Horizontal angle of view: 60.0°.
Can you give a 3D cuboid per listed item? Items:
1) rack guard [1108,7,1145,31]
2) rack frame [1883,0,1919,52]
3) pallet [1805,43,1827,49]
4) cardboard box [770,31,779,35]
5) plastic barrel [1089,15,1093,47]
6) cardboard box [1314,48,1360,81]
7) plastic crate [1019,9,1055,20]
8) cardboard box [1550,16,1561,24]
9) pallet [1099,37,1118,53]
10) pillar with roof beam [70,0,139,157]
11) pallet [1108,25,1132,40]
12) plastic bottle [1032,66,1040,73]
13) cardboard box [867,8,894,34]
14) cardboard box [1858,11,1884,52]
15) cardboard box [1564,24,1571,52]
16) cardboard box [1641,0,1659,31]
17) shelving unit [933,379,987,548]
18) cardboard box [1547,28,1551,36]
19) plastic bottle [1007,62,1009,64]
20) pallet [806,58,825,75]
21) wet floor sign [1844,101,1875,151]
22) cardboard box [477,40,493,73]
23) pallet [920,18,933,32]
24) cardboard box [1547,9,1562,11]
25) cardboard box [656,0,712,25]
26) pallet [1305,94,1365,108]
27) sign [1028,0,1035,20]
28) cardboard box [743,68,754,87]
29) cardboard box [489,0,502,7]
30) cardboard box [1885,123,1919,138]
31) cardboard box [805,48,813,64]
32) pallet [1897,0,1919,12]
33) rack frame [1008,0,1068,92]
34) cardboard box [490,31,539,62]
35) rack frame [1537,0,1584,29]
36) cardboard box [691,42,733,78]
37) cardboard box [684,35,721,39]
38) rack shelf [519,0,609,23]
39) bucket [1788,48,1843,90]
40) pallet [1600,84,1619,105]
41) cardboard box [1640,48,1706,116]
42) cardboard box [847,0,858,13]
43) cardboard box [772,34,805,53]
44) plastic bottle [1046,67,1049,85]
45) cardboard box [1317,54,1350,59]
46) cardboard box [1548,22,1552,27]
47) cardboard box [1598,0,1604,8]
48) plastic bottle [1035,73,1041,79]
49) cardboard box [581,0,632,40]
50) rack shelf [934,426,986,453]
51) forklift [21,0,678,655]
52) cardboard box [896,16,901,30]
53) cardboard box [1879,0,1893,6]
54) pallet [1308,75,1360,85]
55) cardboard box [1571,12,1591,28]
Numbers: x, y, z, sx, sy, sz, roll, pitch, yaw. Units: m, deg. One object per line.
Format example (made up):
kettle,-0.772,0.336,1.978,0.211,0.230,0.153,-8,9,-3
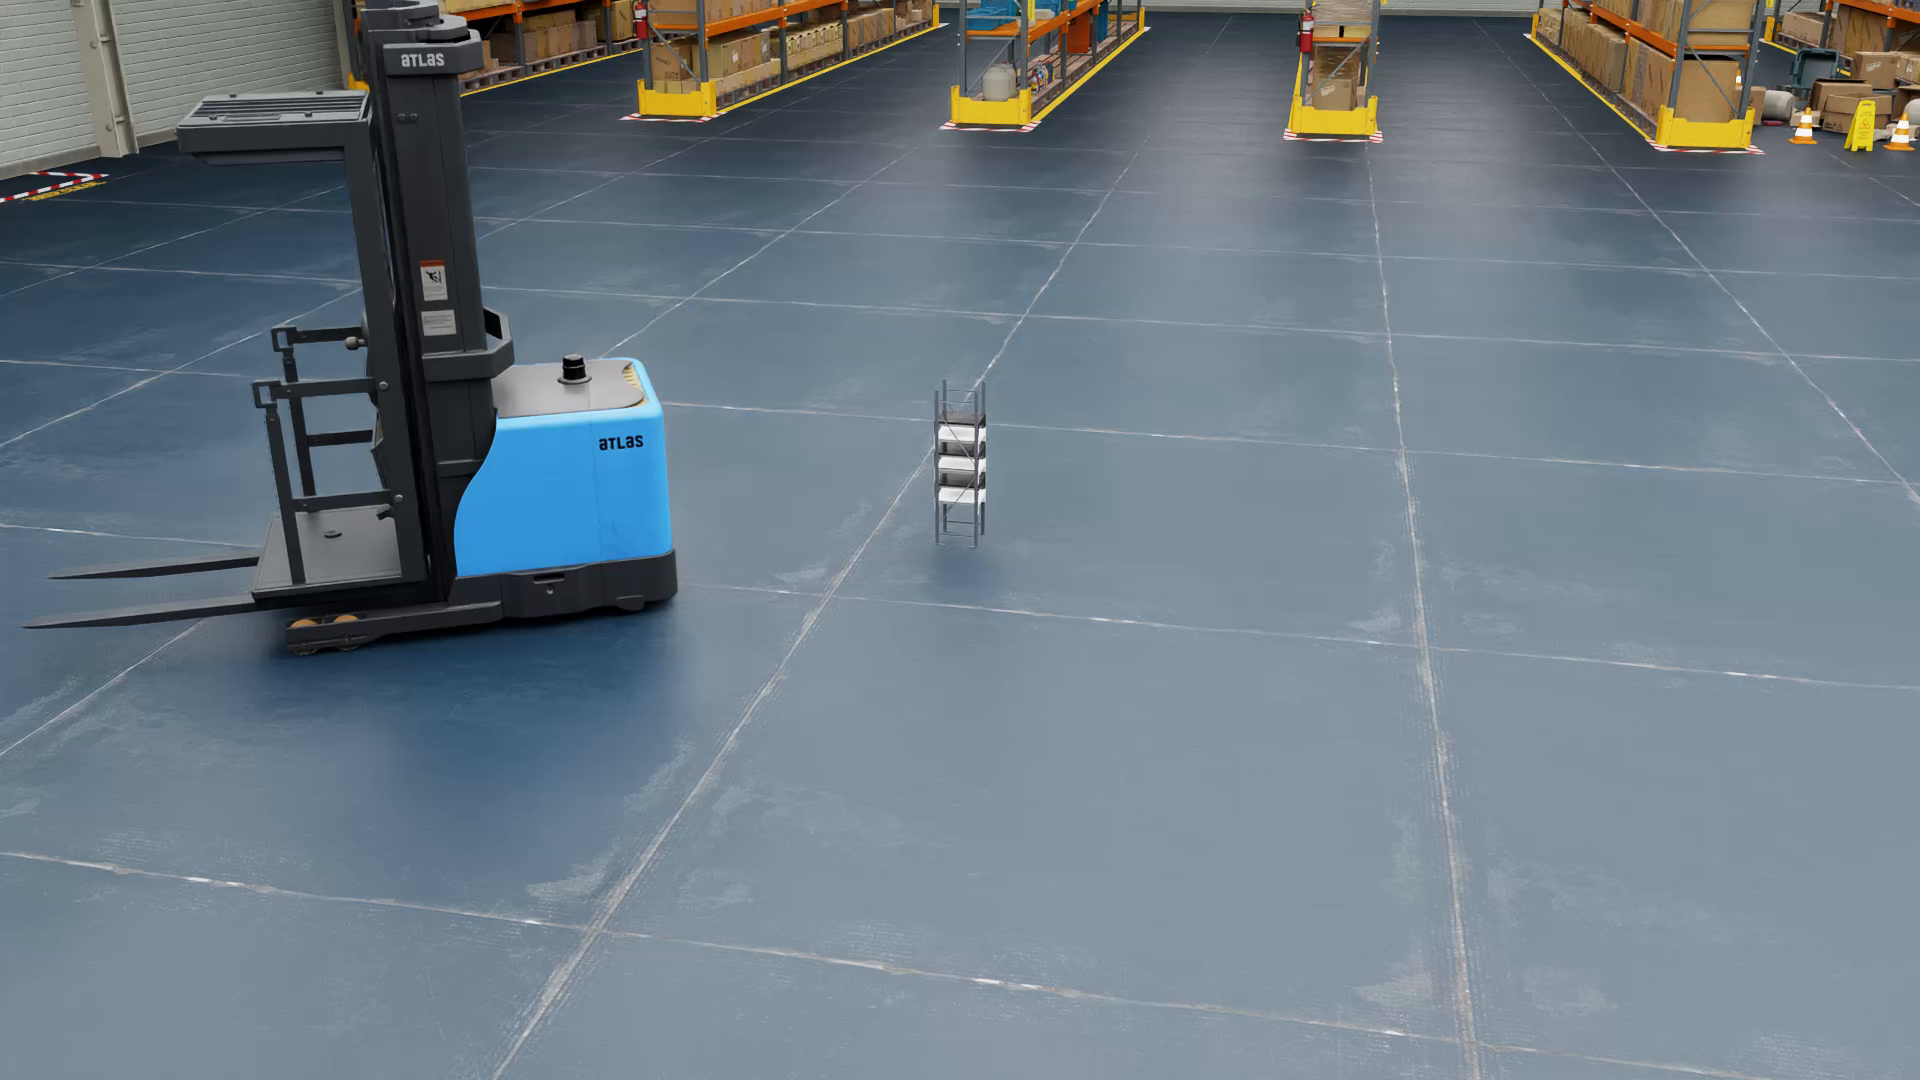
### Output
rack guard,3.750,-12.314,39.259,1.175,0.500,0.348,4,22,11
rack frame,16.676,-9.405,28.690,1.000,3.000,0.127,4,22,11
pallet,17.724,-9.846,33.519,1.003,0.211,1.213,4,22,11
cardboard box,-3.533,-9.176,30.491,0.500,0.311,0.500,4,22,11
plastic barrel,2.439,-10.207,33.348,0.600,0.588,0.708,4,22,11
cardboard box,6.305,-7.965,27.872,0.700,0.500,0.500,3,22,7
plastic crate,1.226,-8.339,26.398,0.530,0.136,0.437,4,22,11
cardboard box,12.595,-10.889,34.834,0.380,0.149,0.250,3,22,8
pallet,2.744,-10.428,34.964,1.003,0.211,1.213,4,22,11
pillar with roof beam,-6.919,-8.949,19.529,9.100,9.000,0.400,4,22,11
pallet,3.301,-11.427,37.443,1.003,0.211,1.213,4,22,11
plastic bottle,1.271,-7.690,27.489,0.152,0.276,0.135,4,22,11
cardboard box,-1.726,-11.222,35.959,0.500,0.500,0.500,4,22,11
cardboard box,17.084,-9.186,30.429,0.875,0.875,0.875,5,22,12
cardboard box,12.109,-9.800,32.455,0.500,0.500,0.500,5,23,13
cardboard box,10.614,-7.825,24.566,0.875,0.550,0.550,4,22,11
shelving unit,0.002,-0.420,9.193,0.258,0.900,0.210,4,22,11
cardboard box,12.719,-10.809,35.432,0.380,0.149,0.250,4,22,11
plastic bottle,0.815,-7.930,28.092,0.097,0.271,0.097,0,22,0
pallet,-3.180,-8.880,31.120,1.003,0.211,1.213,4,22,11
wet floor sign,12.110,-5.566,22.309,0.267,0.644,0.232,1,22,2
cardboard box,-8.562,-8.492,29.181,0.500,0.500,0.500,3,22,7
pallet,-1.267,-12.229,39.437,1.003,0.211,1.213,4,22,11
cardboard box,13.064,-11.543,36.458,0.380,0.149,0.250,5,22,12
cardboard box,-4.247,-8.207,25.582,0.700,0.500,0.500,4,22,11
pallet,5.809,-6.708,25.727,1.003,0.211,1.213,4,22,11
sign,1.031,-7.697,24.079,0.100,0.325,0.005,4,22,11
cardboard box,-3.720,-7.638,27.422,0.500,0.250,0.500,4,22,11
cardboard box,-8.299,-9.392,28.832,0.500,0.250,0.500,5,22,11
cardboard box,13.333,-5.790,23.530,0.380,0.149,0.250,18,28,38
cardboard box,-3.005,-8.878,30.501,0.500,0.250,0.500,4,22,9
pallet,16.635,-9.047,28.059,1.213,0.211,1.003,4,22,11
rack frame,1.310,-9.075,27.871,1.000,3.000,0.127,4,22,11
cardboard box,-8.255,-9.145,30.802,0.700,0.500,0.500,5,23,13
rack frame,13.442,-12.671,36.800,1.000,3.000,0.127,4,22,11
cardboard box,-3.928,-7.620,26.374,0.500,0.500,0.500,4,22,11
cardboard box,-4.244,-8.026,27.383,0.500,0.500,0.500,4,22,11
rack shelf,-7.981,-10.228,31.697,1.077,0.370,4.000,4,22,11
bucket,13.223,-7.243,25.671,0.726,0.611,0.620,13,15,29
pallet,11.077,-7.277,27.139,1.003,0.211,1.213,4,22,11
cardboard box,10.428,-6.604,24.017,0.875,0.875,0.875,4,22,10
cardboard box,-2.448,-11.248,35.020,0.500,0.250,0.500,5,22,11
cardboard box,-3.103,-8.948,29.924,0.500,0.311,0.500,4,22,10
plastic bottle,1.429,-7.628,27.327,0.061,0.283,0.133,6,23,14
cardboard box,6.038,-7.589,26.966,0.500,0.500,0.500,4,22,9
cardboard box,12.890,-11.127,35.823,0.380,0.149,0.250,3,22,8
cardboard box,11.353,-9.462,28.698,0.500,0.500,0.500,4,22,10
plastic bottle,1.238,-7.315,26.565,0.097,0.271,0.097,0,22,0
cardboard box,-7.294,-10.749,34.345,0.750,0.750,0.750,4,22,10
rack shelf,0.002,-0.556,9.138,0.258,0.077,0.200,4,22,11
forklift,-3.019,-1.027,7.980,3.031,2.935,1.130,-6,23,-15
cardboard box,-1.609,-11.473,36.837,0.500,0.311,0.500,4,22,11
cardboard box,16.525,-9.540,29.226,0.500,0.250,0.500,4,22,9
pallet,6.316,-7.689,28.162,1.003,0.211,1.213,4,22,11
cardboard box,12.002,-9.960,31.849,0.500,0.250,0.500,5,23,13
